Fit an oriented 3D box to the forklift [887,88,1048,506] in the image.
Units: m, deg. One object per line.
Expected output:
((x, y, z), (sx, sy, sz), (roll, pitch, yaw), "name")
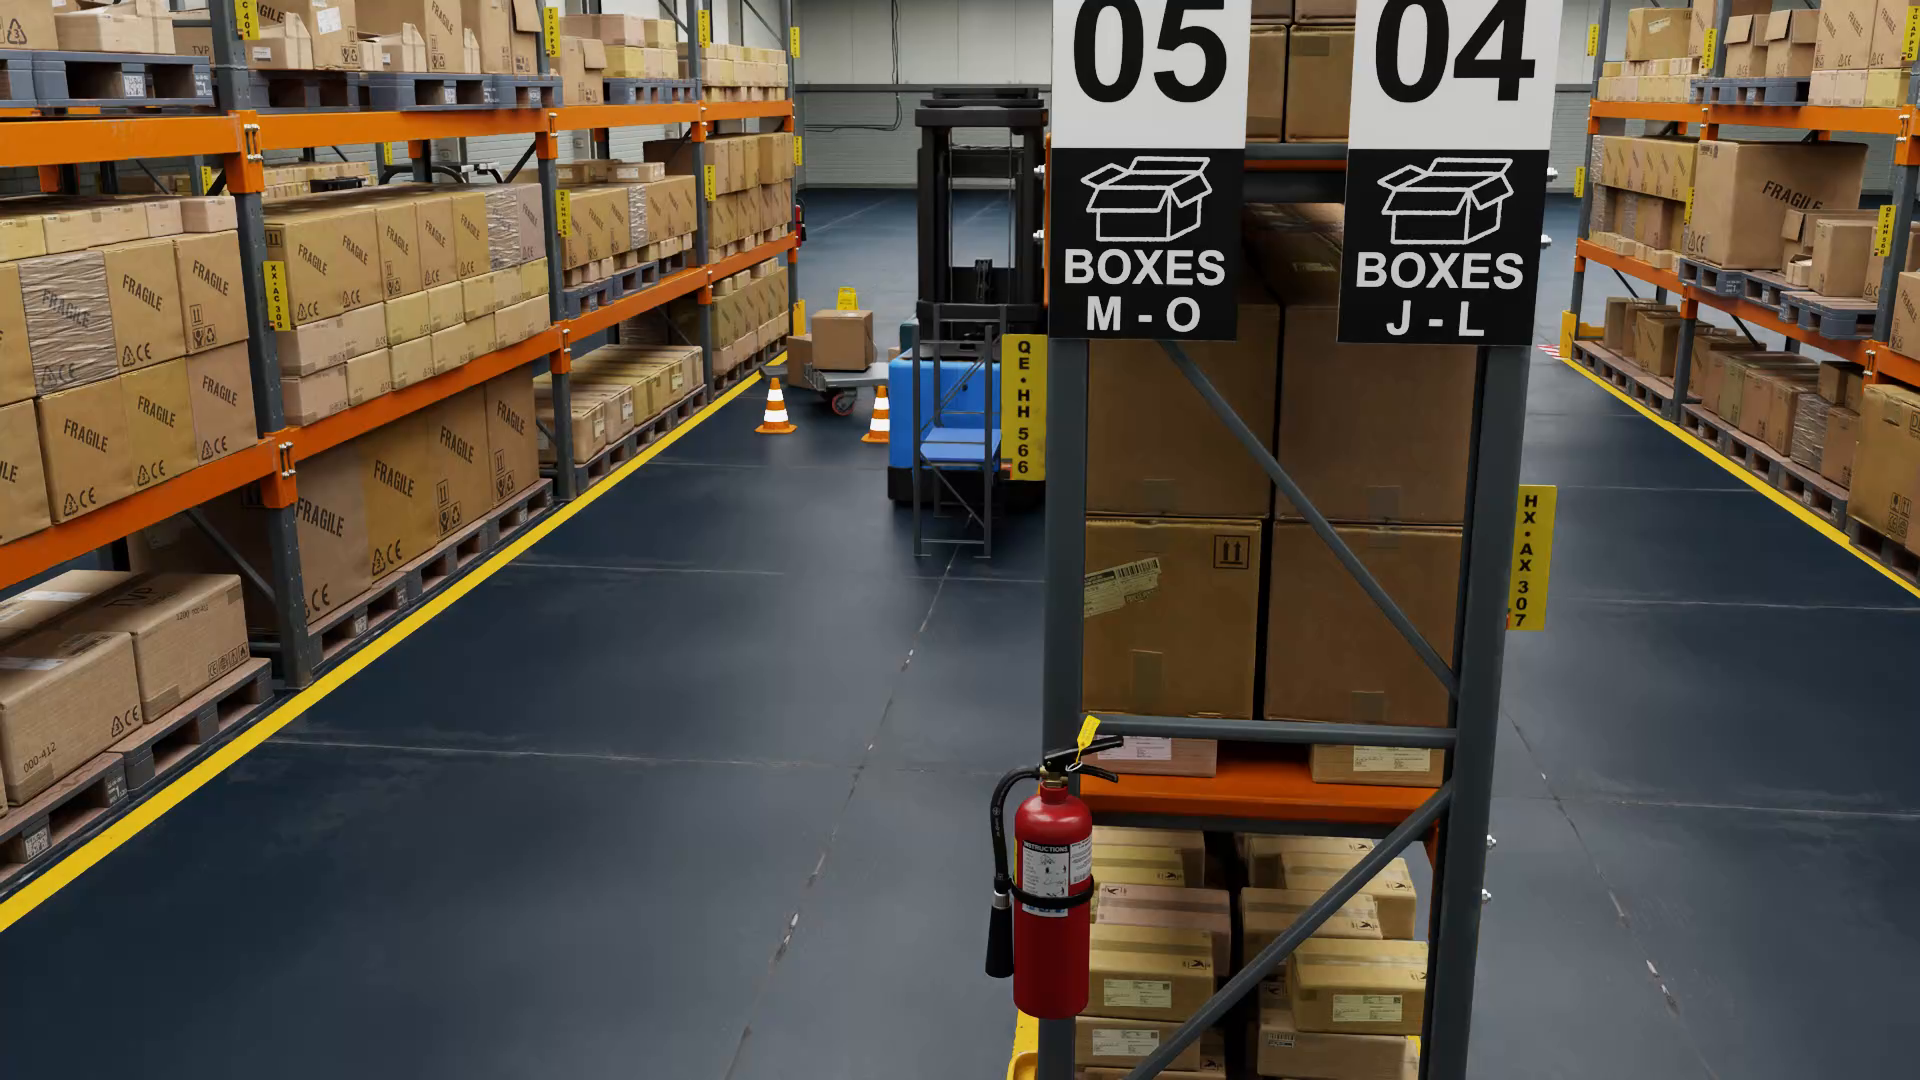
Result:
((0.269, -1.994, 12.922), (1.130, 2.935, 3.031), (3, 15, 11), "forklift")

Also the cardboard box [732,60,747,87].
((-2.445, -4.679, 16.689), (0.500, 0.250, 0.500), (2, 15, 7), "cardboard box")

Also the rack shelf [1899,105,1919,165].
((6.284, -2.042, 8.601), (1.077, 0.370, 4.000), (2, 15, 6), "rack shelf")

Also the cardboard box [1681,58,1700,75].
((6.774, -4.293, 15.069), (0.380, 0.149, 0.250), (1, 15, 3), "cardboard box")

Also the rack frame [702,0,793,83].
((-2.434, -6.723, 18.786), (1.000, 3.000, 0.127), (2, 15, 6), "rack frame")

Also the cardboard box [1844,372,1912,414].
((6.556, -1.003, 11.633), (0.500, 0.250, 0.500), (2, 15, 9), "cardboard box")

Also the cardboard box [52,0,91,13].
((-4.063, -2.316, 7.046), (0.500, 0.500, 0.500), (2, 15, 7), "cardboard box")

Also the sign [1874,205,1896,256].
((5.970, -1.995, 10.726), (0.100, 0.325, 0.005), (2, 15, 6), "sign")

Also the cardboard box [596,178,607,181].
((-3.279, -2.941, 14.727), (0.500, 0.500, 0.500), (2, 15, 6), "cardboard box")

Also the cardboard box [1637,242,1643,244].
((6.981, -2.892, 16.593), (0.380, 0.149, 0.250), (2, 15, 6), "cardboard box")

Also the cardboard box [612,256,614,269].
((-2.972, -2.190, 13.192), (0.380, 0.149, 0.250), (3, 15, 10), "cardboard box")

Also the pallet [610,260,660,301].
((-3.154, -2.174, 13.824), (1.003, 0.211, 1.213), (2, 15, 6), "pallet")

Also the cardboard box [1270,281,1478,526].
((1.005, -0.341, 4.000), (0.500, 0.500, 0.500), (2, 15, 6), "cardboard box")

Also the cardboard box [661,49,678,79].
((-2.808, -4.212, 14.730), (0.500, 0.250, 0.500), (1, 15, 5), "cardboard box")

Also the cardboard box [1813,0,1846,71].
((6.433, -3.590, 11.798), (0.500, 0.500, 0.500), (2, 15, 7), "cardboard box")

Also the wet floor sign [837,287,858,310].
((-1.350, -2.708, 19.942), (0.267, 0.644, 0.232), (7, 17, 25), "wet floor sign")

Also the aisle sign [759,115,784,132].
((-2.139, -5.090, 19.258), (0.394, 0.787, 0.004), (2, 15, 6), "aisle sign")

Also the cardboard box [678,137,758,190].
((-2.458, -3.833, 16.915), (0.700, 0.500, 0.500), (1, 15, 5), "cardboard box")

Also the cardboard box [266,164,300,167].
((-7.738, -4.197, 18.933), (0.380, 0.149, 0.250), (2, 15, 7), "cardboard box")

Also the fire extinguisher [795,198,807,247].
((-1.963, -3.806, 19.639), (0.296, 0.674, 0.183), (2, 15, 6), "fire extinguisher")

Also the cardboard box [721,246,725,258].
((-2.555, -2.878, 16.539), (0.380, 0.149, 0.250), (2, 15, 6), "cardboard box")

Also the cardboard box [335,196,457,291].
((-3.312, -1.749, 9.775), (0.500, 0.500, 0.500), (1, 15, 5), "cardboard box")

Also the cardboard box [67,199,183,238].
((-3.644, -1.405, 7.260), (0.380, 0.149, 0.250), (2, 15, 8), "cardboard box")

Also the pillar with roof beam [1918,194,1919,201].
((22.066, -13.694, 44.566), (9.100, 9.000, 0.400), (2, 15, 6), "pillar with roof beam")

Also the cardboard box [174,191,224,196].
((-7.521, -3.371, 16.449), (0.380, 0.149, 0.250), (1, 15, 5), "cardboard box")

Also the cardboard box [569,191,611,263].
((-3.004, -2.392, 12.696), (0.500, 0.500, 0.500), (2, 15, 9), "cardboard box")

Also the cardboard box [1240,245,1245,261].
((0.602, -0.625, 5.050), (0.500, 0.500, 0.500), (2, 15, 9), "cardboard box")

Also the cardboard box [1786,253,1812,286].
((6.430, -2.039, 12.408), (0.396, 0.266, 0.258), (1, 15, 5), "cardboard box")

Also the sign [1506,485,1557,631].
((1.229, 0.040, 3.608), (0.100, 0.325, 0.005), (2, 15, 6), "sign")

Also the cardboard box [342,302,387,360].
((-3.427, -1.126, 8.908), (0.500, 0.250, 0.500), (2, 15, 7), "cardboard box")

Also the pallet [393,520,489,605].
((-3.641, 0.112, 10.345), (1.003, 0.211, 1.213), (2, 15, 6), "pallet")

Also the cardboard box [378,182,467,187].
((-3.636, -2.163, 11.306), (0.500, 0.500, 0.500), (1, 15, 4), "cardboard box")

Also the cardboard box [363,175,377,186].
((-7.127, -4.236, 19.646), (0.380, 0.149, 0.250), (2, 15, 7), "cardboard box")

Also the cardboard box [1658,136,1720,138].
((7.545, -3.930, 17.273), (0.500, 0.500, 0.500), (2, 15, 6), "cardboard box")

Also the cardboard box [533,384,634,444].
((-3.188, -1.024, 13.434), (0.950, 0.372, 0.625), (1, 15, 5), "cardboard box")

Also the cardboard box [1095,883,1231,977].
((0.584, 1.120, 4.790), (0.380, 0.149, 0.250), (2, 15, 7), "cardboard box")

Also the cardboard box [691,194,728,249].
((-2.559, -3.088, 16.072), (0.500, 0.500, 0.500), (2, 15, 6), "cardboard box")

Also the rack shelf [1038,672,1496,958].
((0.916, 0.271, 5.793), (1.077, 0.370, 4.000), (2, 15, 6), "rack shelf")

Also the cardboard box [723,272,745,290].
((-2.421, -2.649, 16.997), (0.380, 0.149, 0.250), (2, 15, 8), "cardboard box")

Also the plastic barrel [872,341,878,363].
((-1.163, -2.003, 17.760), (0.421, 0.421, 0.512), (-14, 20, -42), "plastic barrel")

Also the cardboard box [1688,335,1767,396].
((7.046, -1.596, 15.304), (0.500, 0.500, 0.500), (1, 15, 5), "cardboard box")

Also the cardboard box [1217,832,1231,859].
((1.093, 1.002, 5.798), (0.380, 0.149, 0.250), (2, 15, 9), "cardboard box")

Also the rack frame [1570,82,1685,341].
((7.413, -3.535, 18.490), (1.000, 3.000, 0.127), (2, 15, 6), "rack frame")

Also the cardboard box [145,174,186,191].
((-8.013, -3.596, 16.709), (0.380, 0.149, 0.250), (1, 15, 5), "cardboard box")

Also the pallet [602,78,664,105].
((-3.175, -3.721, 13.790), (1.213, 0.211, 1.003), (2, 15, 6), "pallet")

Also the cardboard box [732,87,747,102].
((-2.374, -4.522, 16.873), (0.380, 0.149, 0.250), (1, 15, 5), "cardboard box")

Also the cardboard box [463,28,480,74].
((-3.145, -2.971, 10.108), (0.396, 0.266, 0.258), (1, 15, 5), "cardboard box")

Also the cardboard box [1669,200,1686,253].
((7.165, -2.933, 15.502), (0.875, 0.500, 0.500), (2, 15, 6), "cardboard box")

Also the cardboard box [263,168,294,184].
((-7.410, -3.916, 17.892), (0.380, 0.149, 0.250), (2, 15, 6), "cardboard box")

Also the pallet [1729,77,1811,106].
((6.672, -3.429, 12.711), (1.213, 0.211, 1.003), (2, 15, 6), "pallet")

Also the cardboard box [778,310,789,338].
((-2.261, -2.479, 19.046), (0.500, 0.250, 0.500), (2, 15, 6), "cardboard box")

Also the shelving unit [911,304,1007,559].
((0.010, -0.746, 11.048), (0.538, 1.500, 1.048), (2, 15, 6), "shelving unit")

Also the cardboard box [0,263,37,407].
((-3.745, -0.722, 5.978), (0.500, 0.500, 0.500), (2, 15, 6), "cardboard box")
